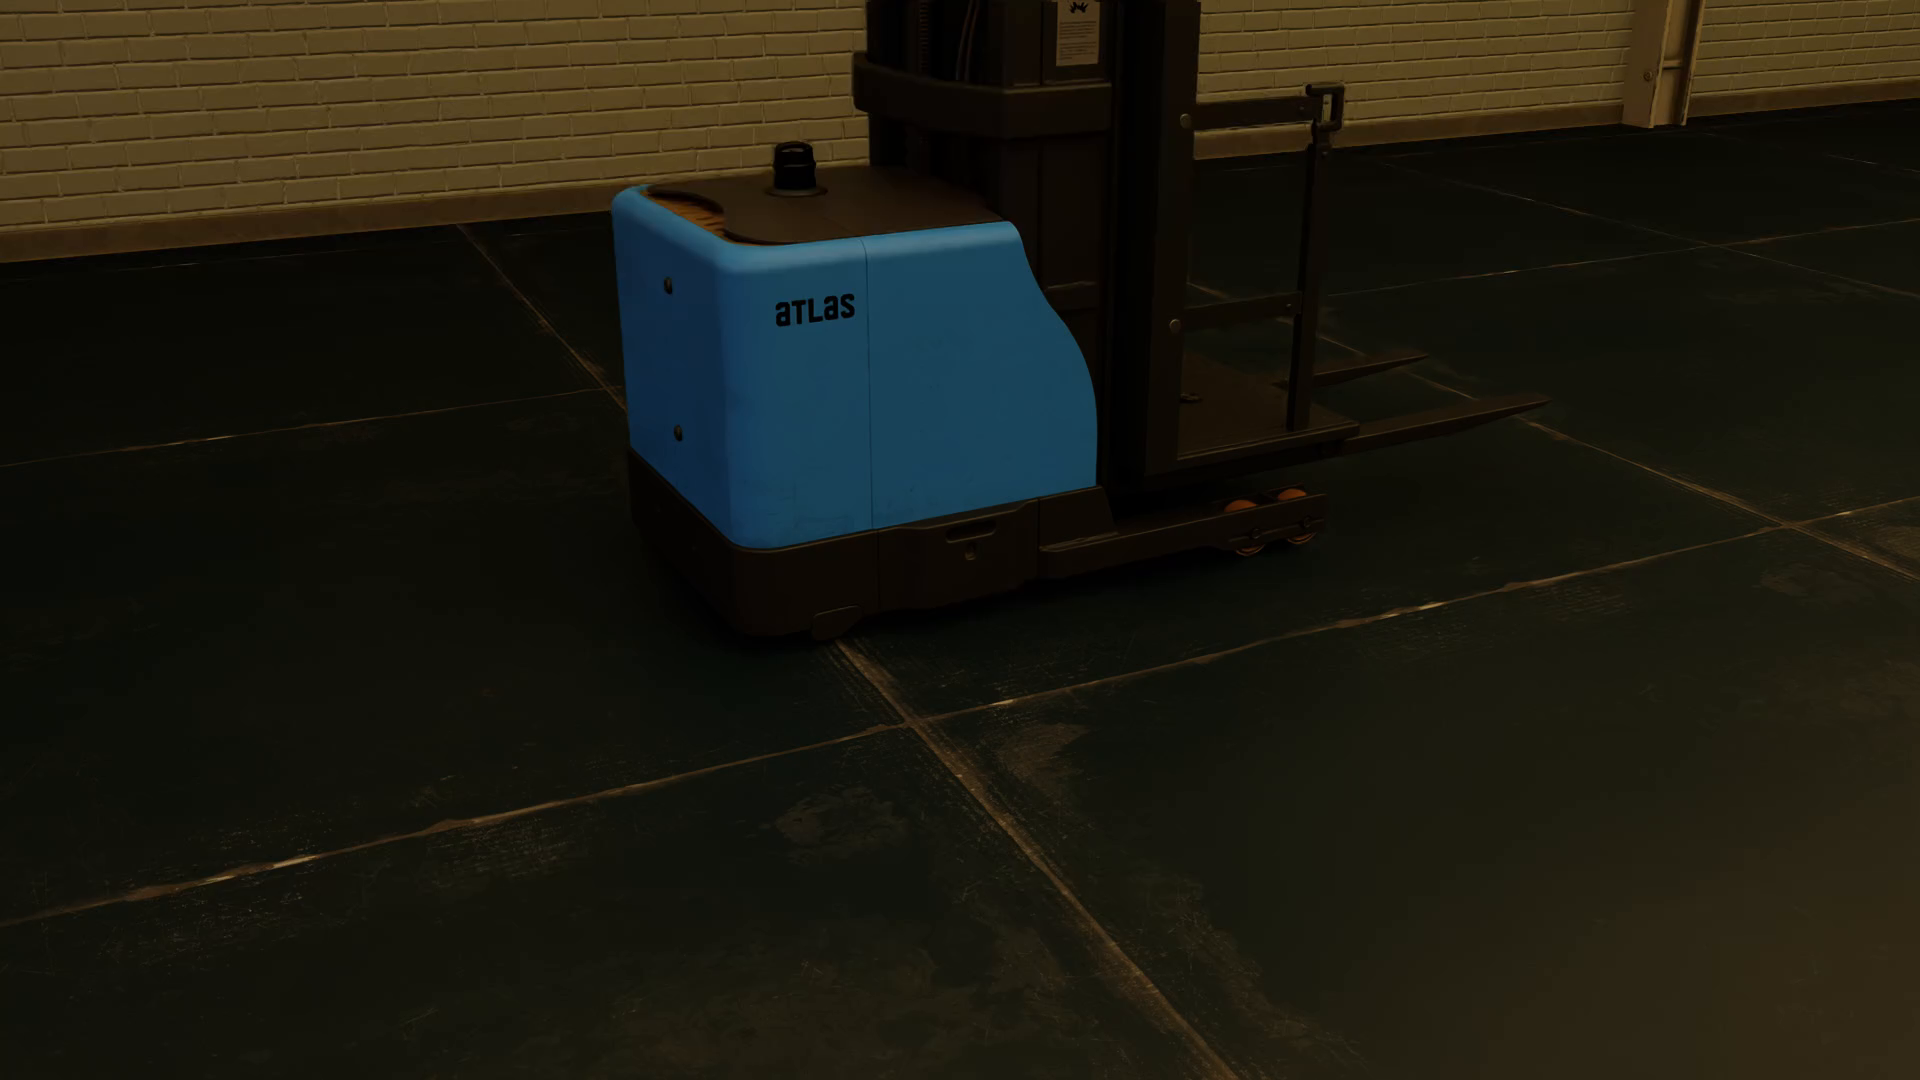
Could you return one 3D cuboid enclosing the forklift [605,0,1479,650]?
[{"bbox_3d":[0.480,-1.507,4.914,3.031,2.935,1.130,-17,28,-35],"label":"forklift"}]
